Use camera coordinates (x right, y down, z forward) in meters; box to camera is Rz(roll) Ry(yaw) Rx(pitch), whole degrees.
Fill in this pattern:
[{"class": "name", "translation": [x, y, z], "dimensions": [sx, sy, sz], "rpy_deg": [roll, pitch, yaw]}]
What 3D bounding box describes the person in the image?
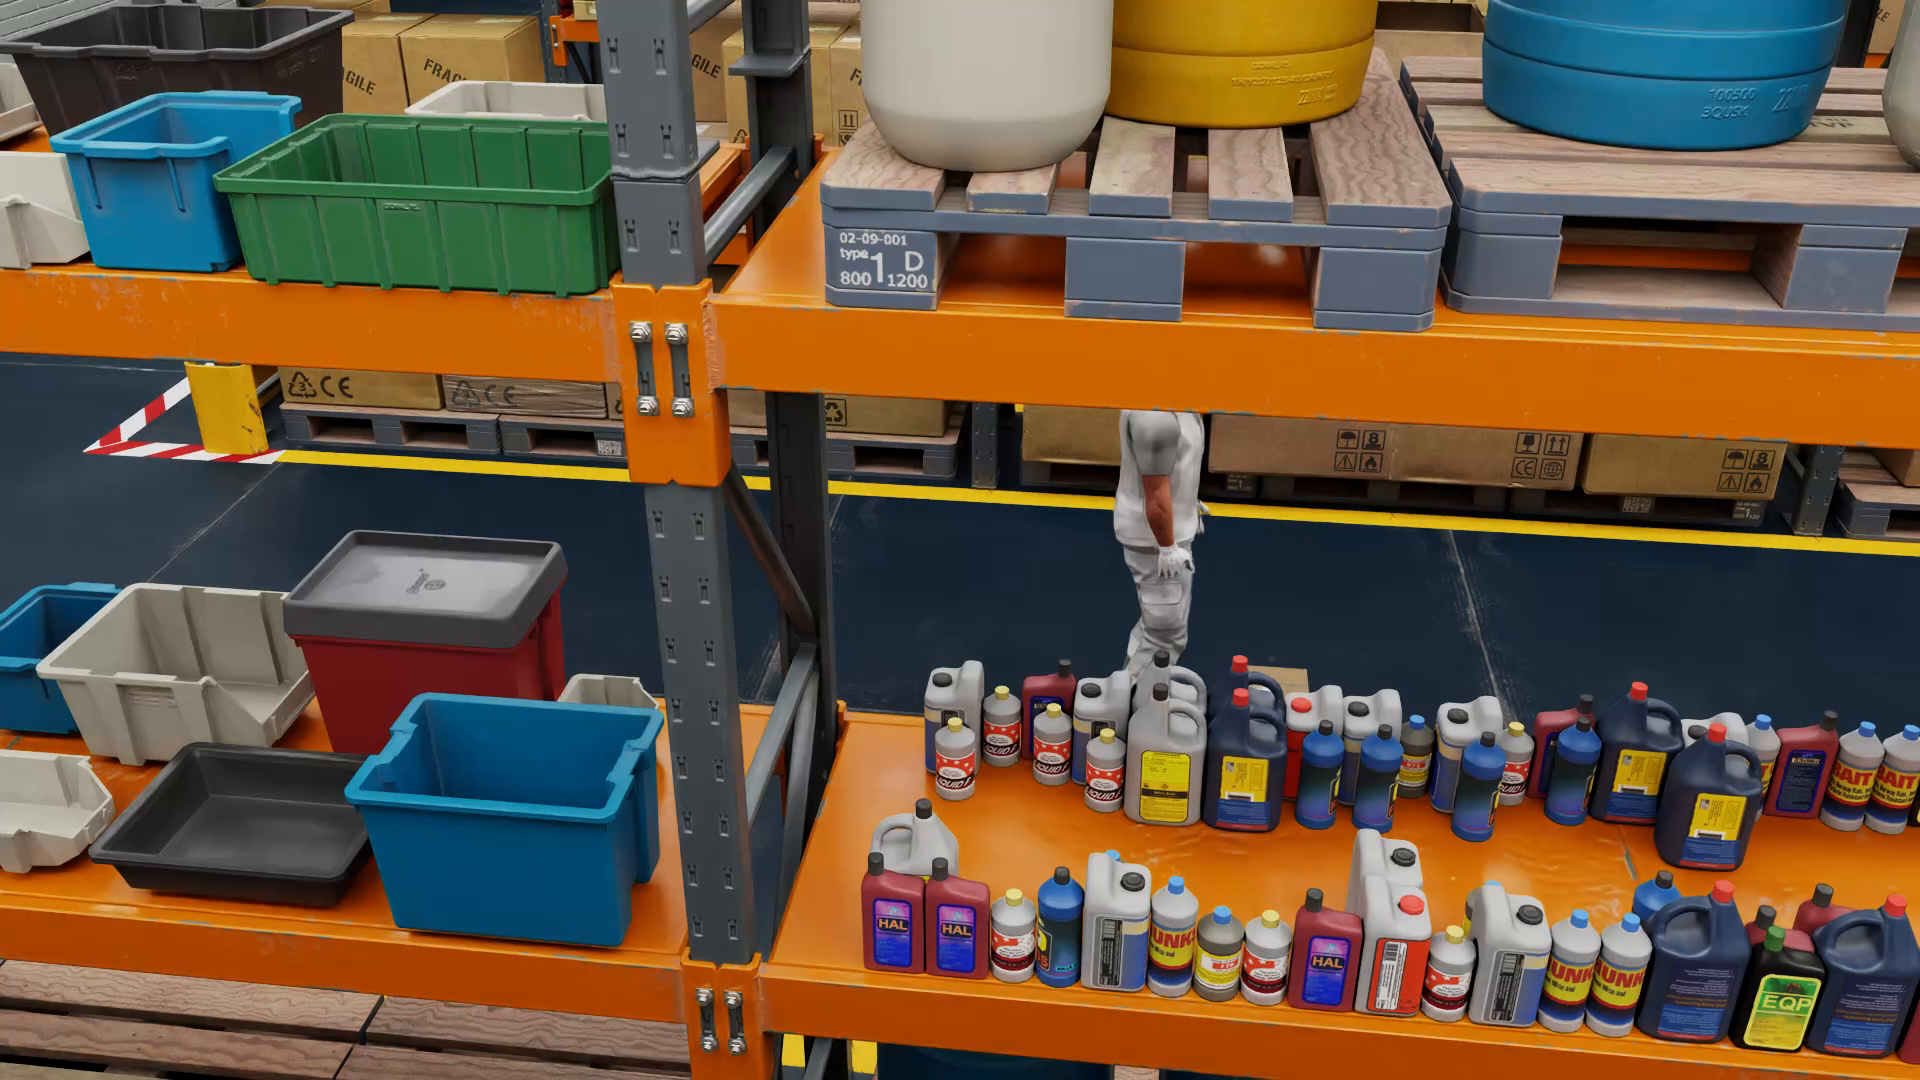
[{"class": "person", "translation": [0.764, -0.035, 6.186], "dimensions": [0.388, 1.767, 0.533], "rpy_deg": [4, 28, 7]}]
